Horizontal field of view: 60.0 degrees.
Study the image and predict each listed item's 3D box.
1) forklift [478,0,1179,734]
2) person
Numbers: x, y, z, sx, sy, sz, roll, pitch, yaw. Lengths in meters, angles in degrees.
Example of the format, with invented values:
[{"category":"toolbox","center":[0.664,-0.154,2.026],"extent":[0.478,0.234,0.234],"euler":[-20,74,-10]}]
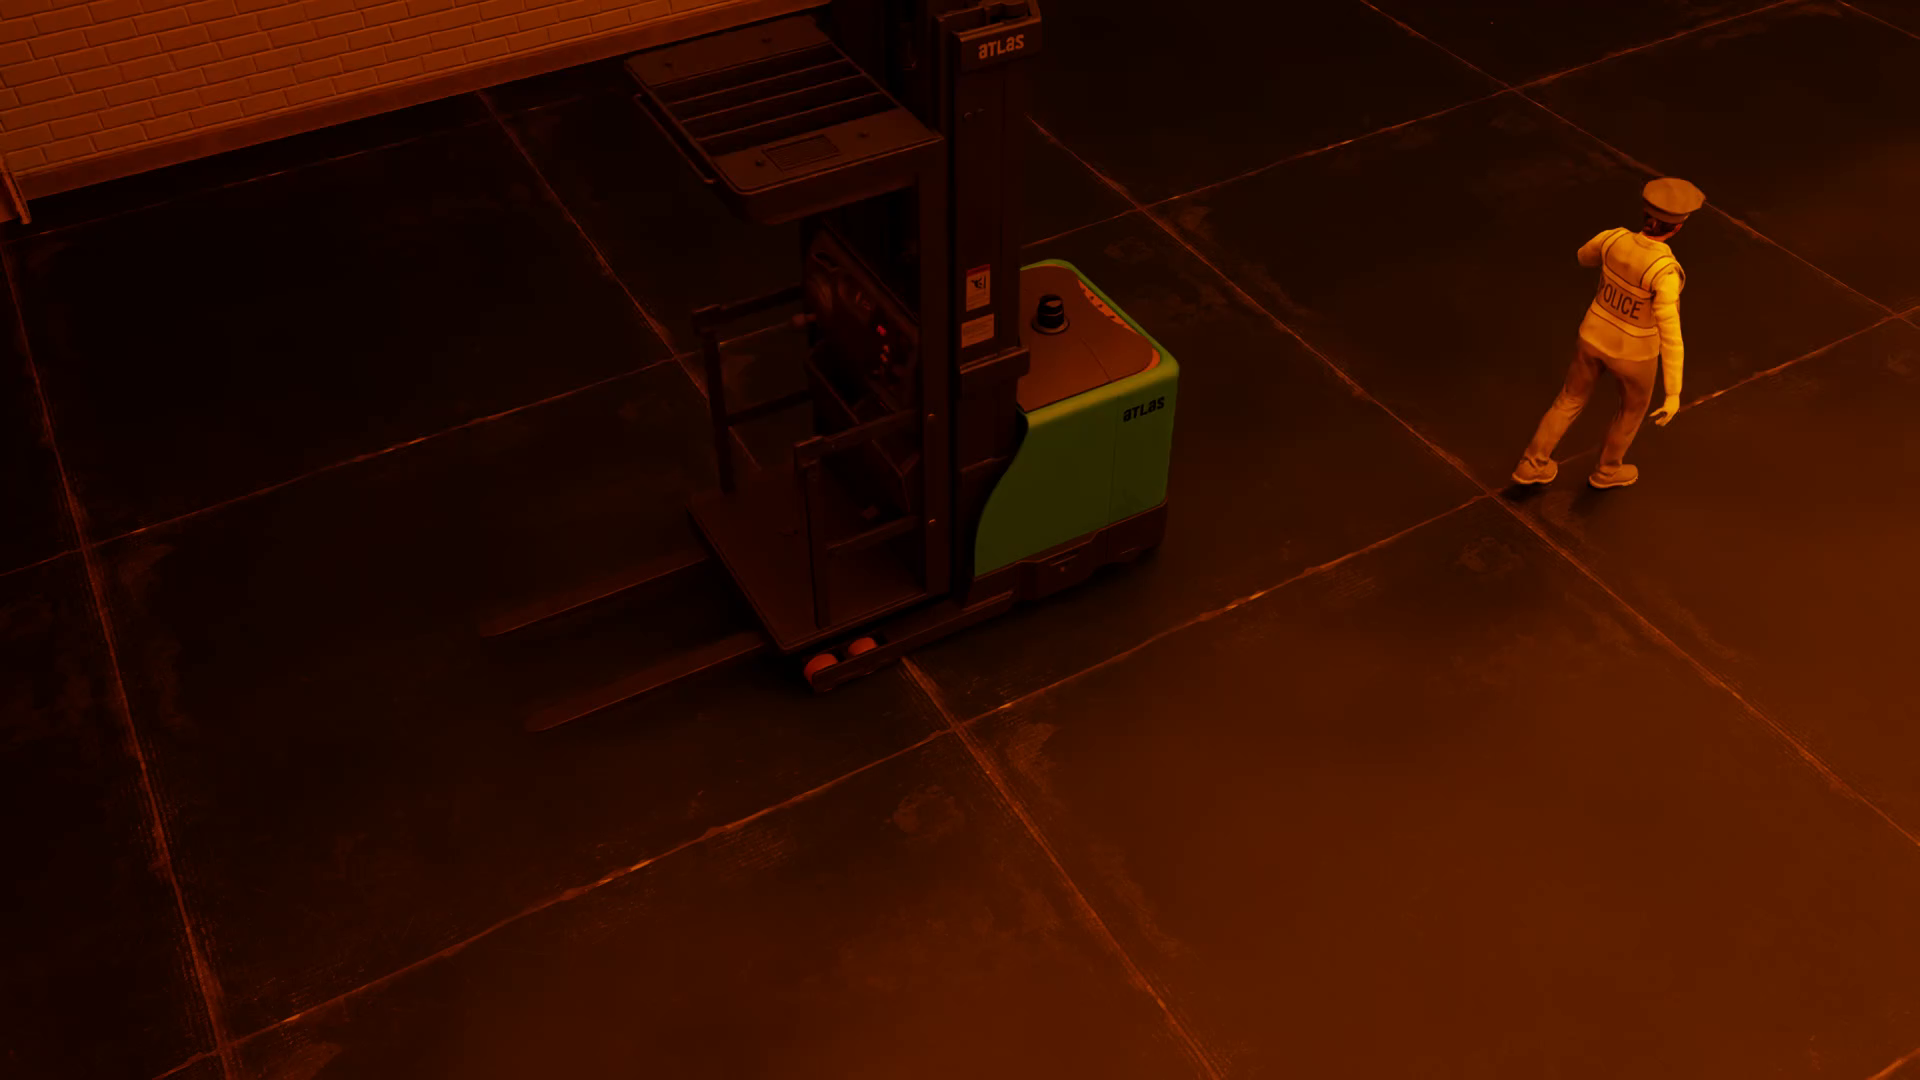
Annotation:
[{"category":"forklift","center":[-0.582,-0.836,6.600],"extent":[3.031,2.935,1.130],"euler":[-21,47,-21]},{"category":"person","center":[3.030,-0.875,7.597],"extent":[0.710,1.650,0.855],"euler":[-24,48,-24]}]
